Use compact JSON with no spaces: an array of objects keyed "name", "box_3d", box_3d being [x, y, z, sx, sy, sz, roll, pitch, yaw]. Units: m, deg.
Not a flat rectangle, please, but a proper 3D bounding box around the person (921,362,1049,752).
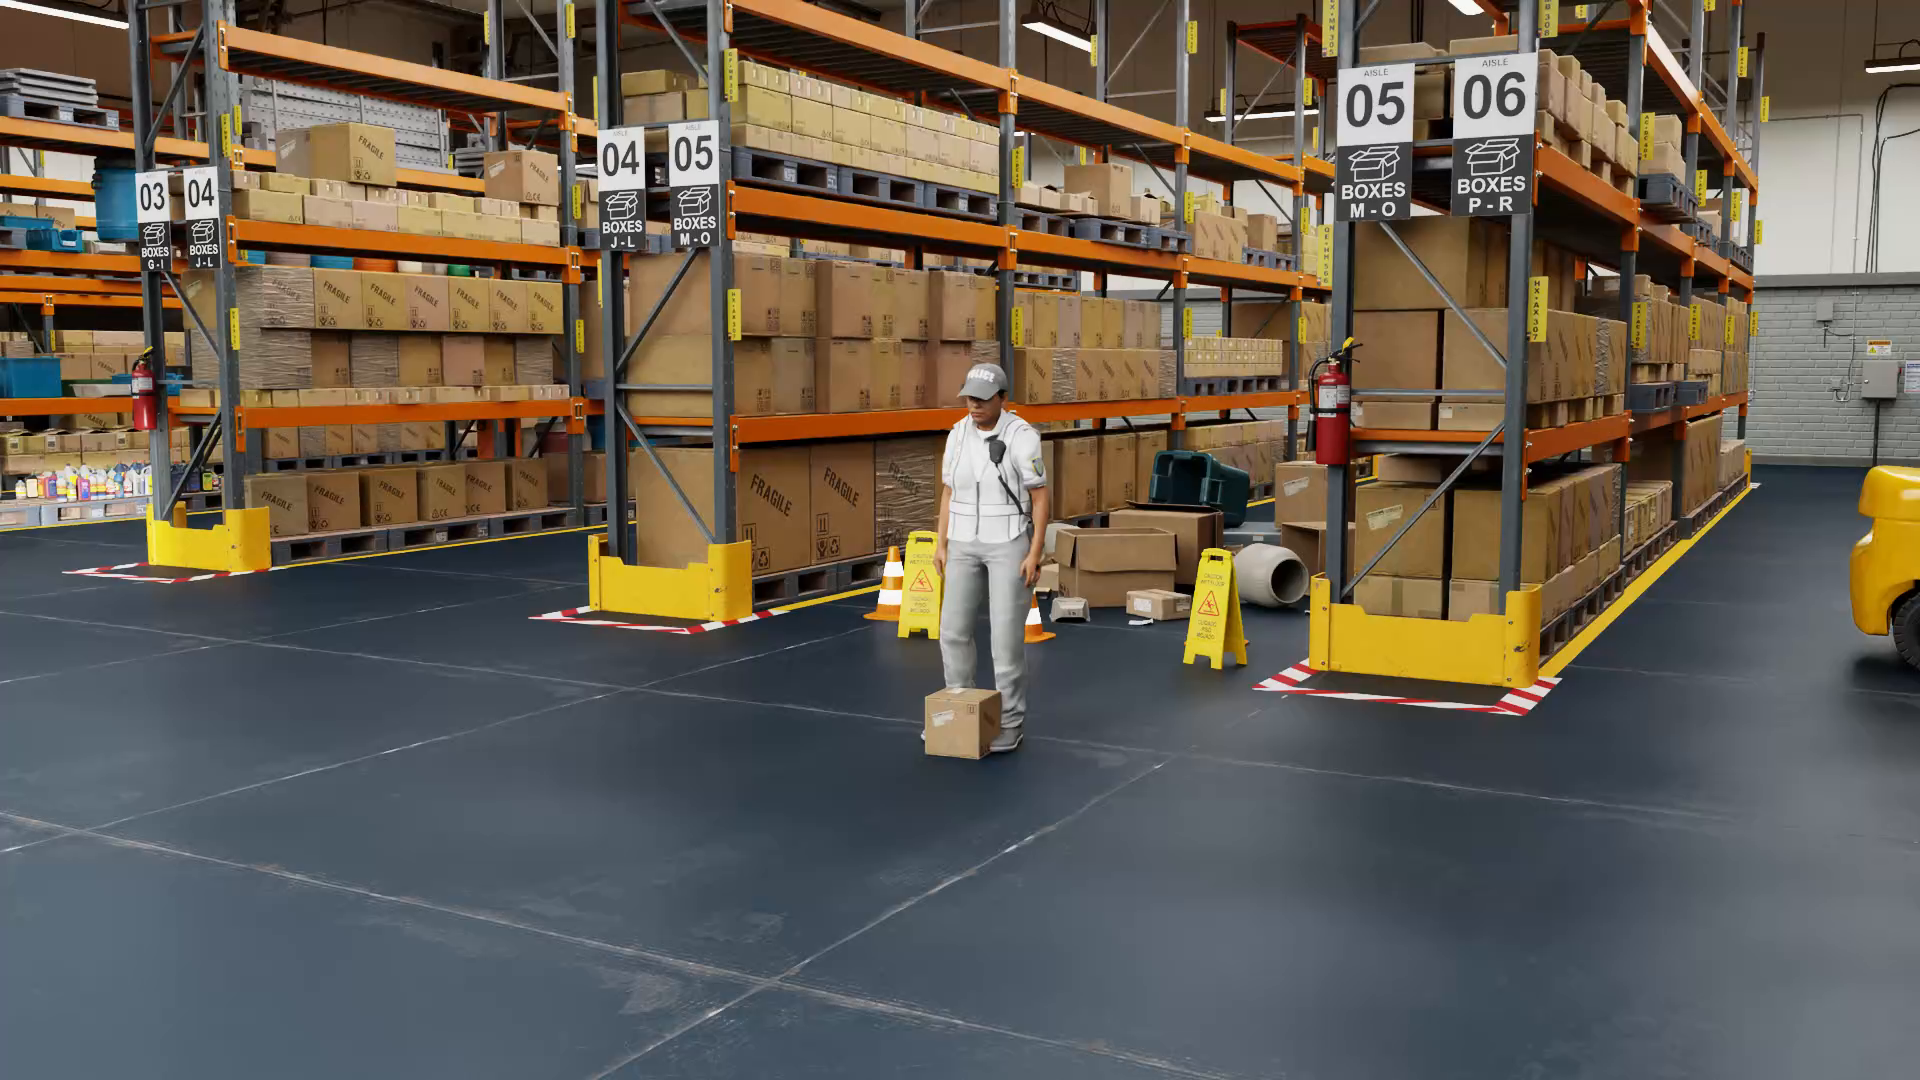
[{"name":"person","box_3d":[0.118,0.061,7.263,0.542,1.666,0.469,3,7,28]}]
